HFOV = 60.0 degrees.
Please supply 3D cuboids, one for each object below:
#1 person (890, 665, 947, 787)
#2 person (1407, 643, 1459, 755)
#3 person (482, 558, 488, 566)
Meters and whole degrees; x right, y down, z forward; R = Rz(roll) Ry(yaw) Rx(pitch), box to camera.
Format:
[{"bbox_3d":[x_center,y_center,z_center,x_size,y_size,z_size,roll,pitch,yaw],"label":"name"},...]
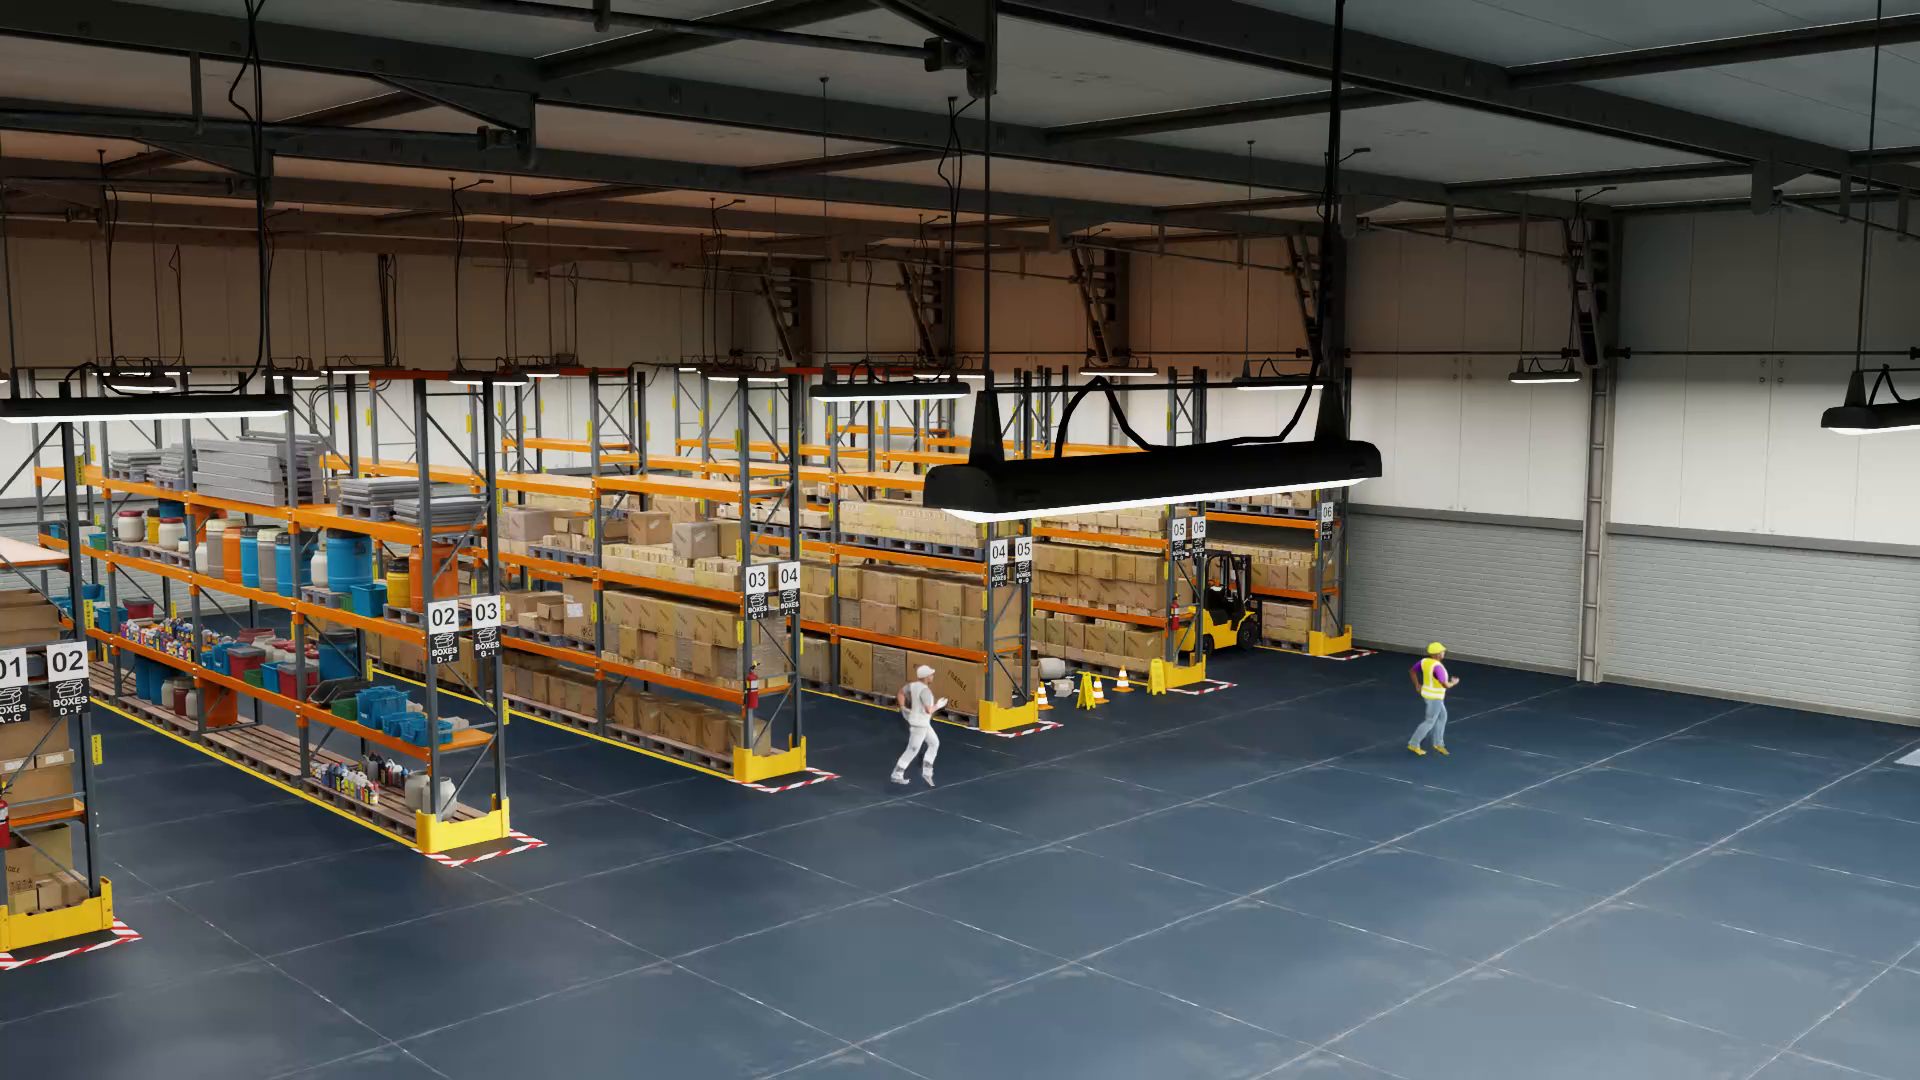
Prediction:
[{"bbox_3d":[-0.603,2.734,24.126,0.844,1.851,0.617,-1,7,-10],"label":"person"},{"bbox_3d":[7.399,2.515,26.041,0.787,1.834,0.720,0,6,-4],"label":"person"},{"bbox_3d":[-11.584,0.934,40.220,0.862,1.733,0.729,-4,8,-32],"label":"person"}]
